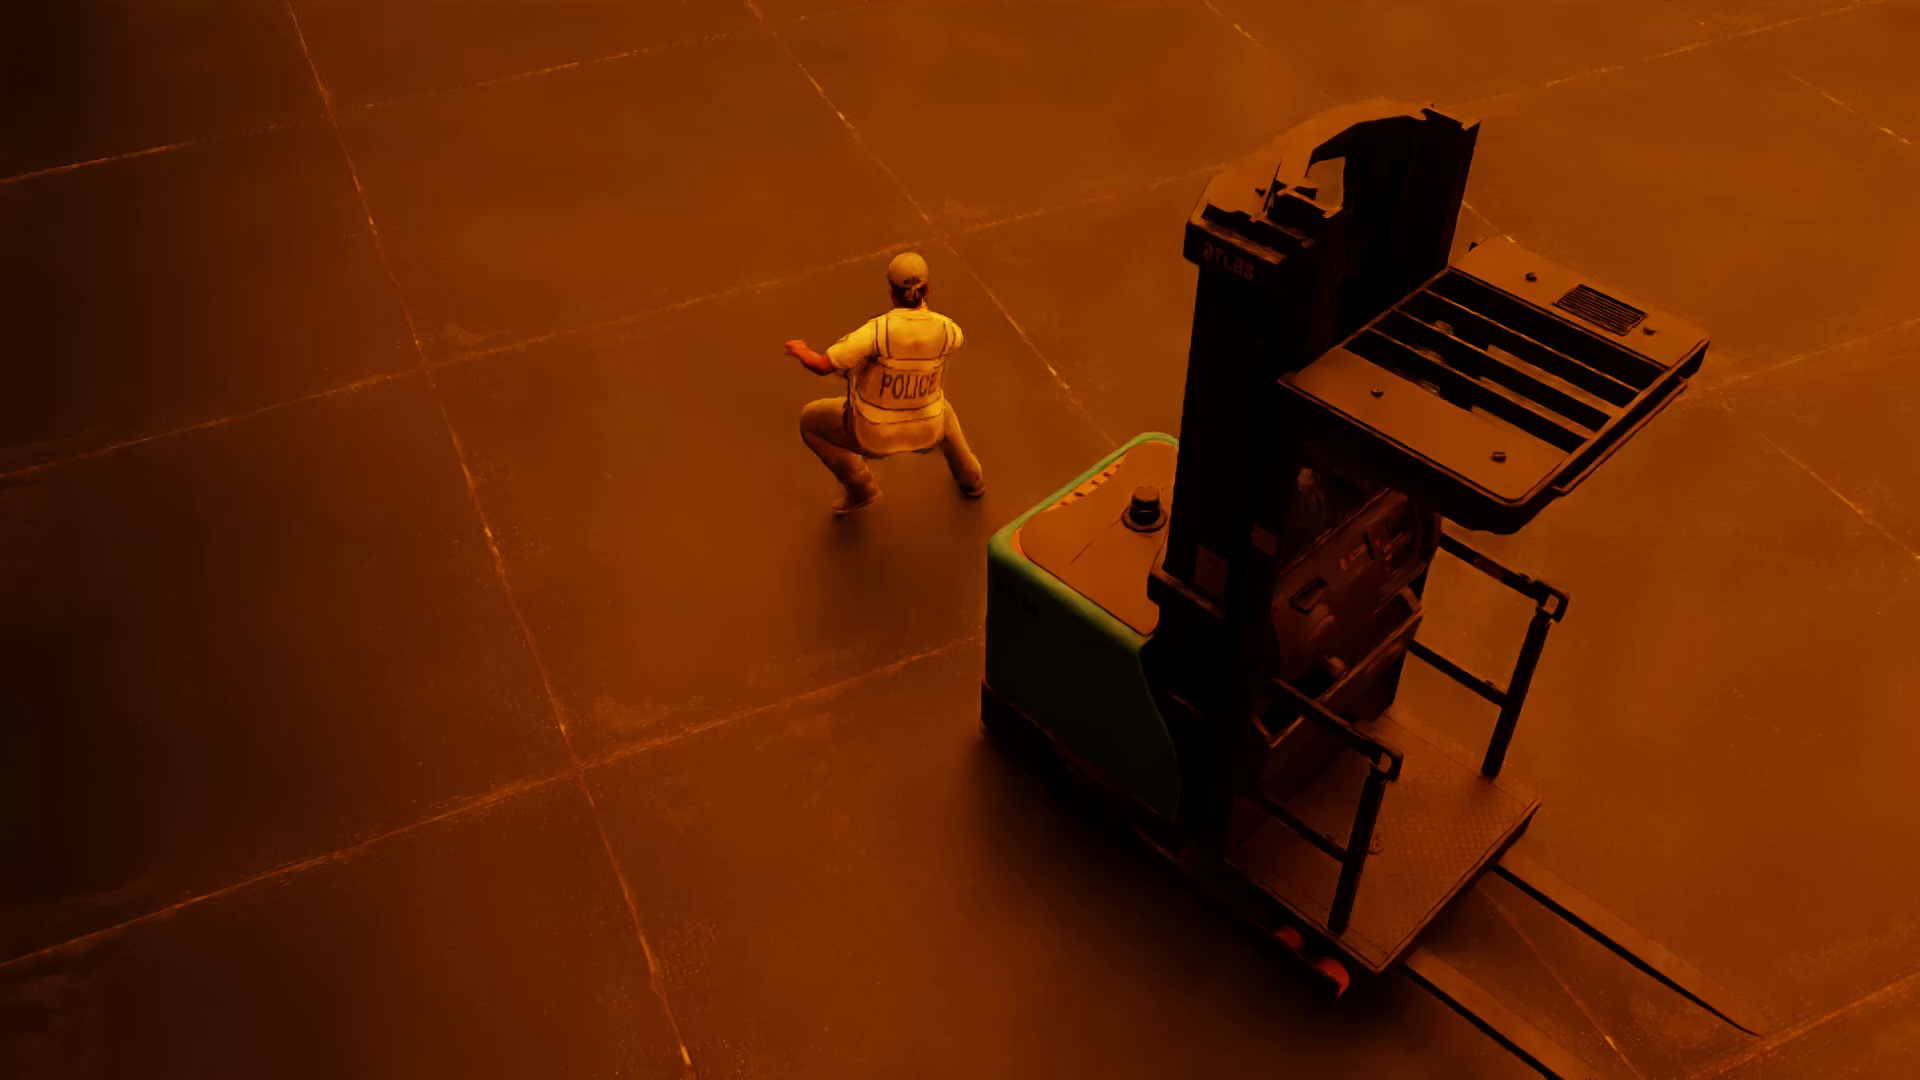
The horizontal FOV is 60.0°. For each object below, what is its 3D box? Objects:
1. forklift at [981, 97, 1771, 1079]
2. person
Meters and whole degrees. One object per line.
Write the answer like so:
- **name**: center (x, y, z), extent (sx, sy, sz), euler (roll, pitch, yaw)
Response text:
- **forklift**: center (1.484, 0.191, 5.476), extent (1.130, 2.935, 3.031), euler (-34, 53, -31)
- **person**: center (-0.301, -0.702, 7.504), extent (0.904, 1.459, 0.746), euler (-13, 45, -14)
